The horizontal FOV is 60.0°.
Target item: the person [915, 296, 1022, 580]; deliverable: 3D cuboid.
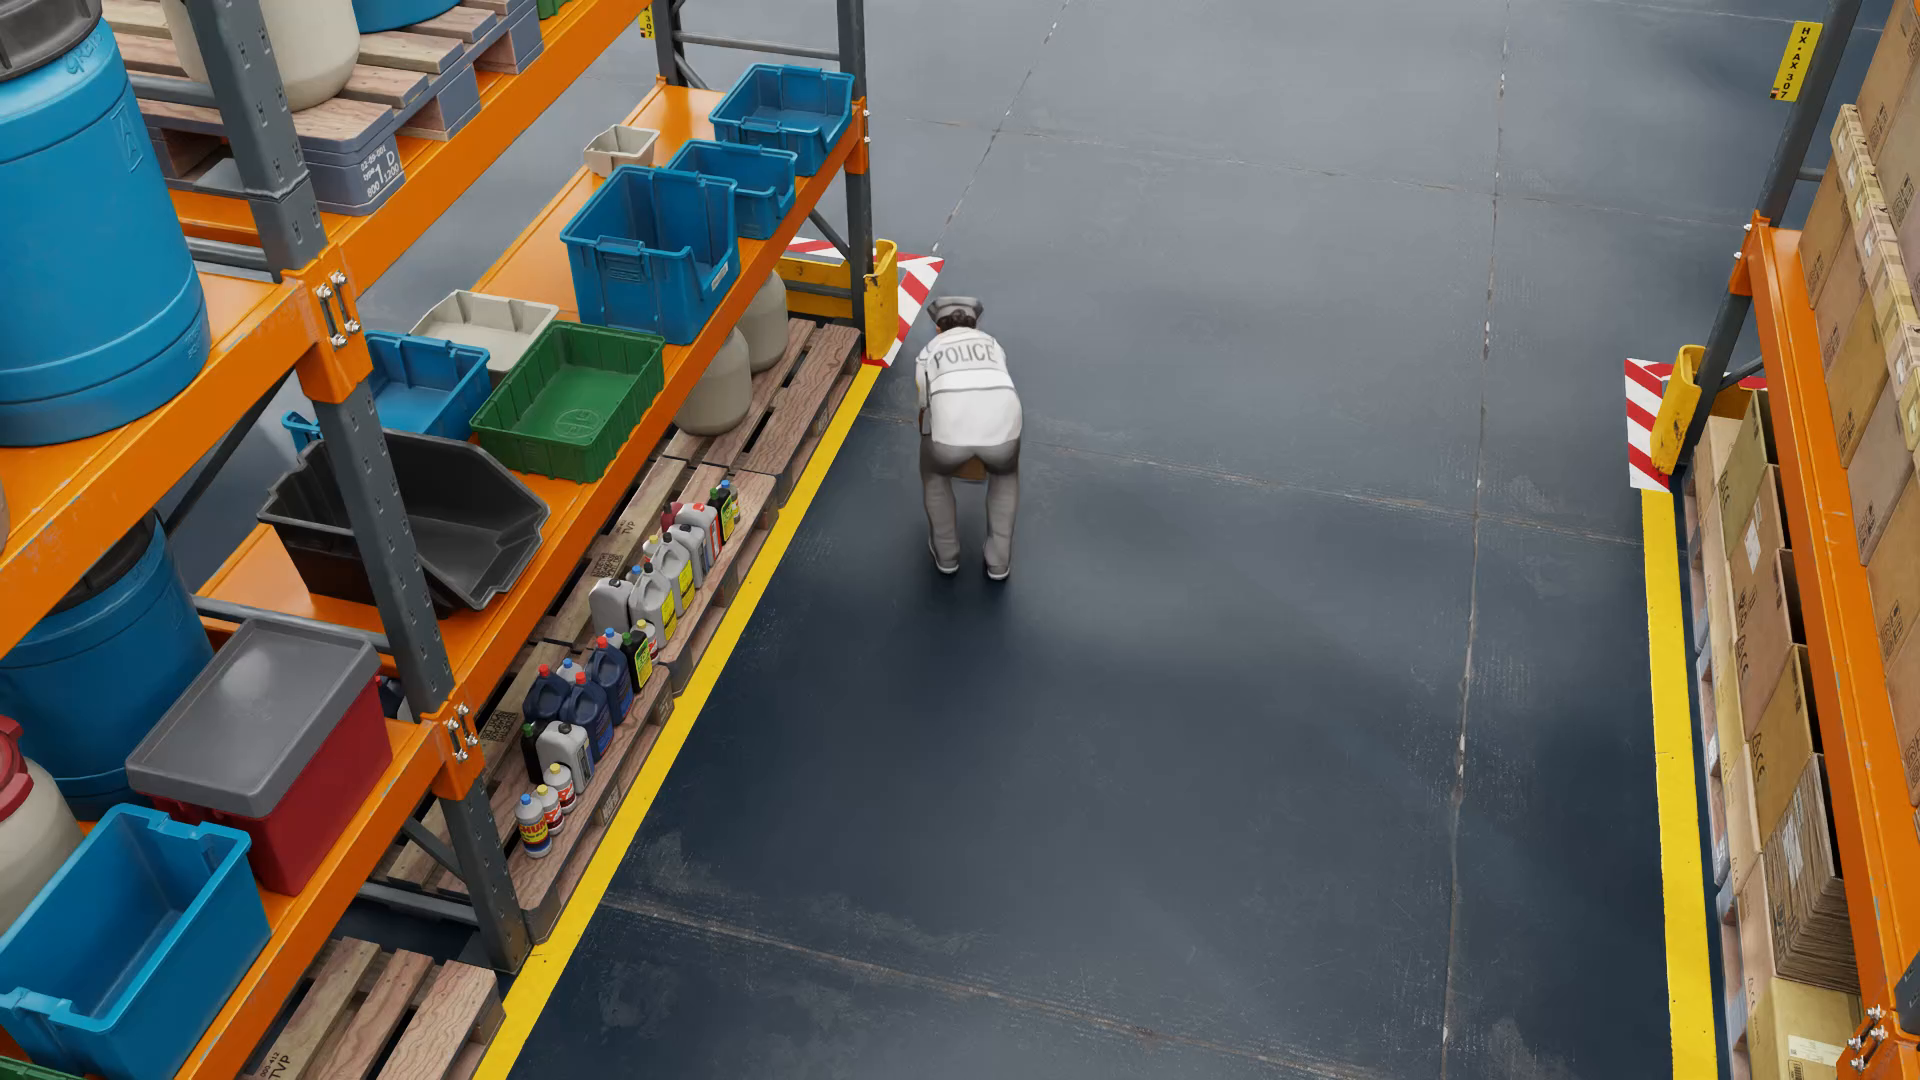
[{"bbox_3d":[0.025,-0.433,7.127,0.426,1.042,0.940,-4,41,-4],"label":"person"}]
